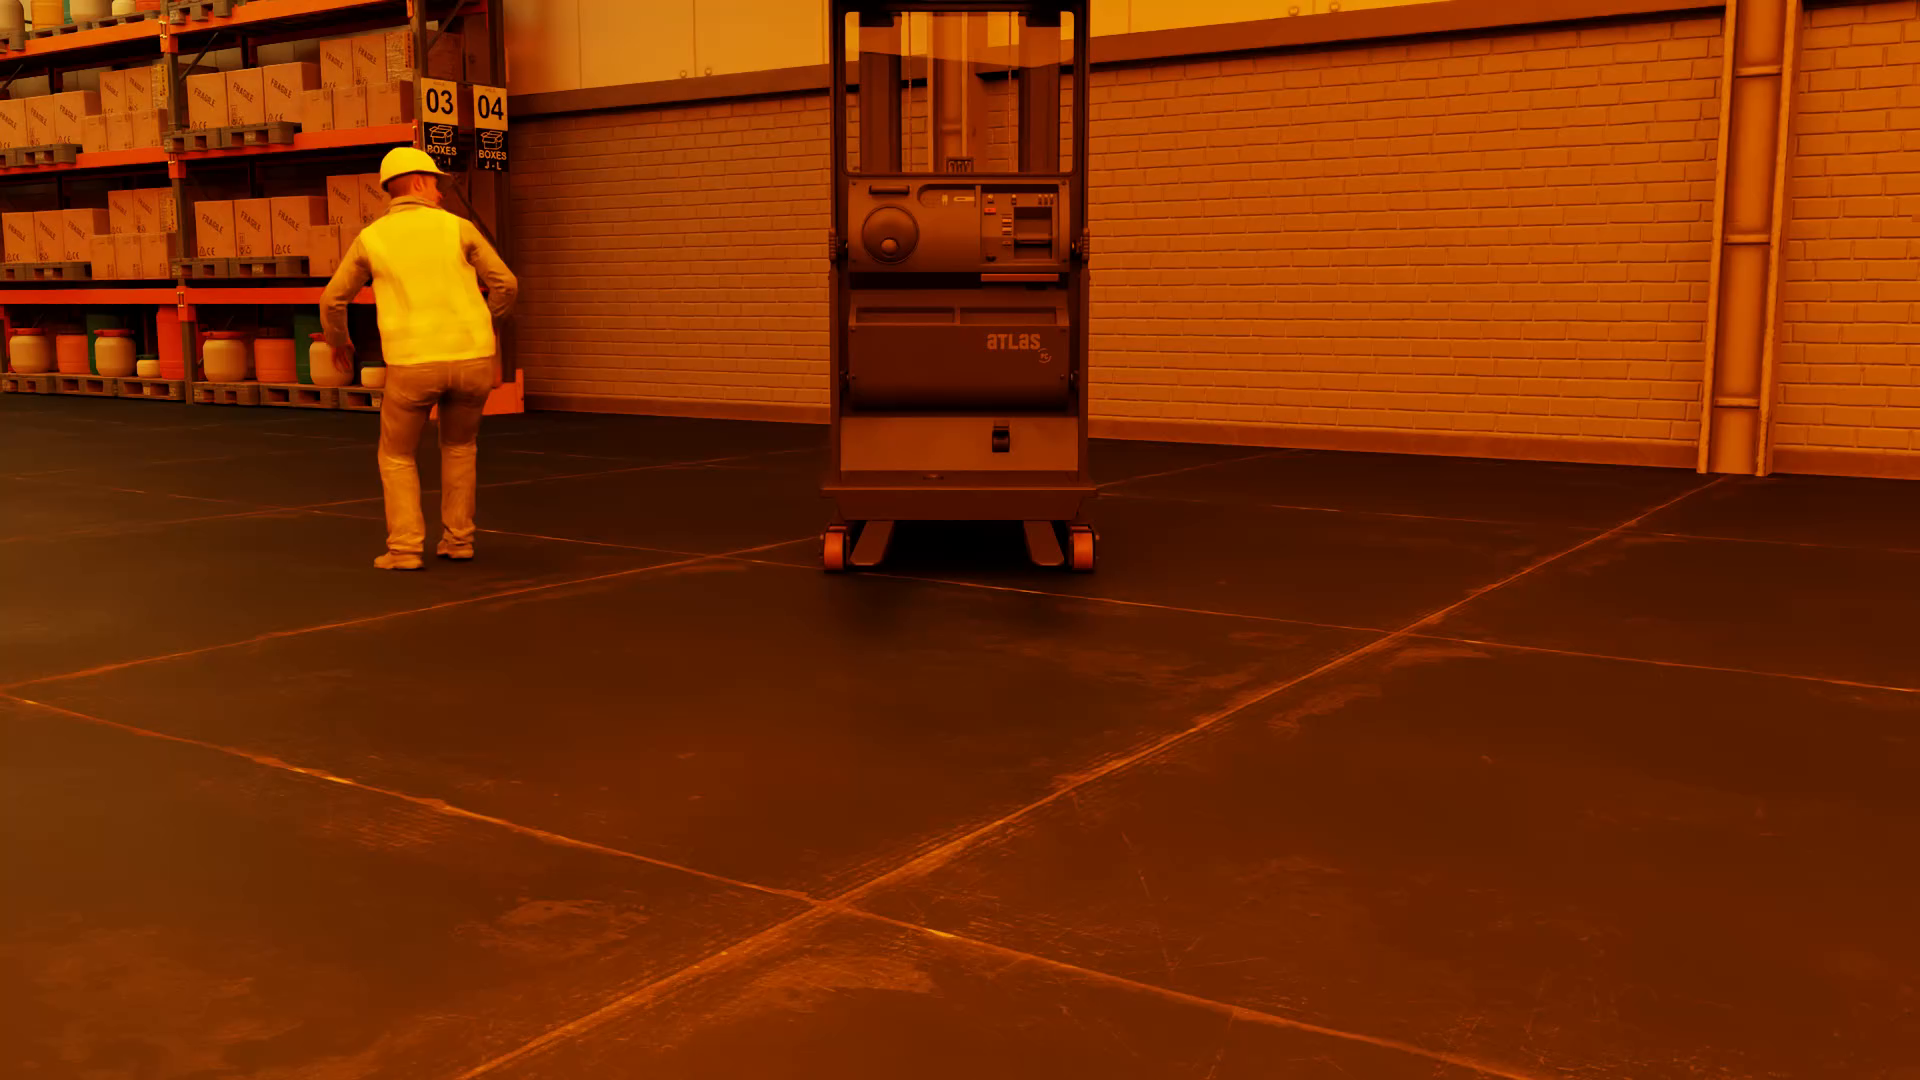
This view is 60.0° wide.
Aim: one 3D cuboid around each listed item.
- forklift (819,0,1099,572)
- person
[{"bbox_3d":[-0.003,-1.363,6.779,1.130,2.935,3.031,0,8,0],"label":"forklift"},{"bbox_3d":[-2.221,-0.737,6.853,0.764,1.726,0.602,-4,9,-25],"label":"person"}]
